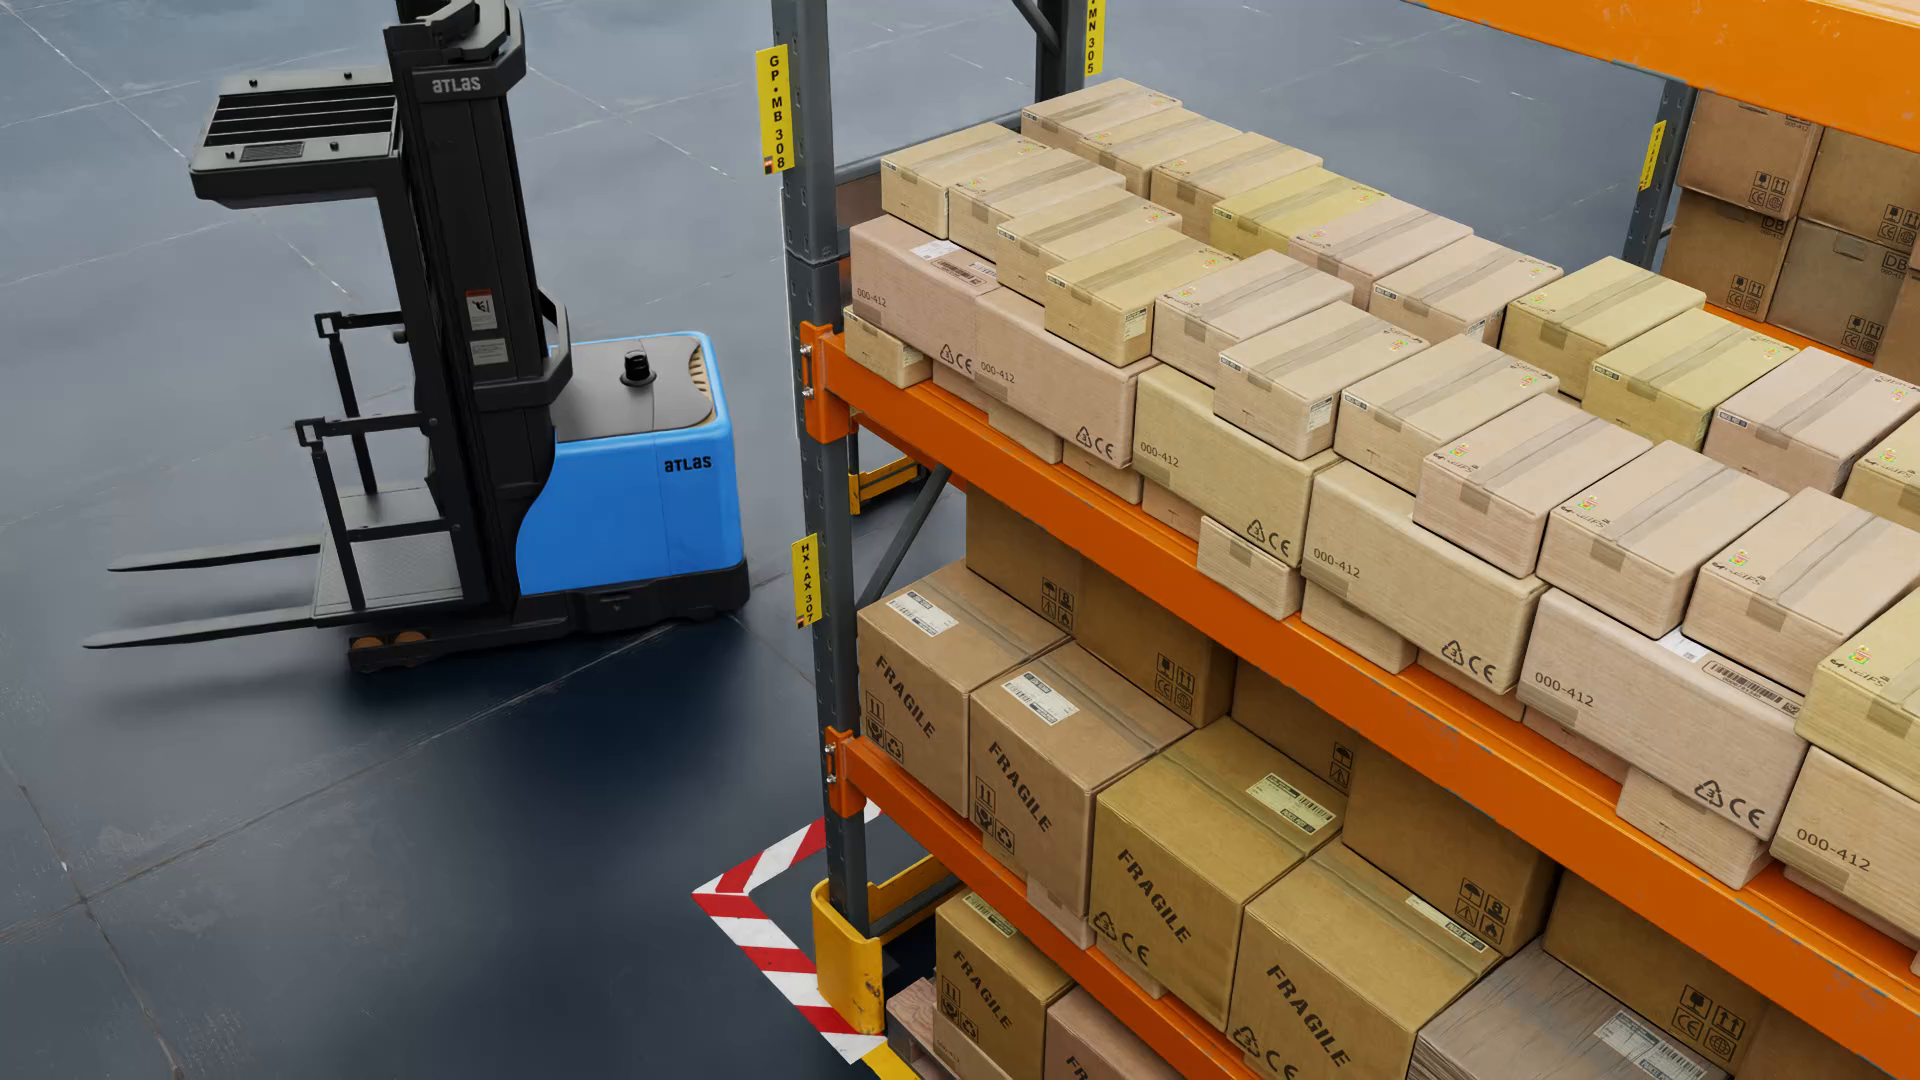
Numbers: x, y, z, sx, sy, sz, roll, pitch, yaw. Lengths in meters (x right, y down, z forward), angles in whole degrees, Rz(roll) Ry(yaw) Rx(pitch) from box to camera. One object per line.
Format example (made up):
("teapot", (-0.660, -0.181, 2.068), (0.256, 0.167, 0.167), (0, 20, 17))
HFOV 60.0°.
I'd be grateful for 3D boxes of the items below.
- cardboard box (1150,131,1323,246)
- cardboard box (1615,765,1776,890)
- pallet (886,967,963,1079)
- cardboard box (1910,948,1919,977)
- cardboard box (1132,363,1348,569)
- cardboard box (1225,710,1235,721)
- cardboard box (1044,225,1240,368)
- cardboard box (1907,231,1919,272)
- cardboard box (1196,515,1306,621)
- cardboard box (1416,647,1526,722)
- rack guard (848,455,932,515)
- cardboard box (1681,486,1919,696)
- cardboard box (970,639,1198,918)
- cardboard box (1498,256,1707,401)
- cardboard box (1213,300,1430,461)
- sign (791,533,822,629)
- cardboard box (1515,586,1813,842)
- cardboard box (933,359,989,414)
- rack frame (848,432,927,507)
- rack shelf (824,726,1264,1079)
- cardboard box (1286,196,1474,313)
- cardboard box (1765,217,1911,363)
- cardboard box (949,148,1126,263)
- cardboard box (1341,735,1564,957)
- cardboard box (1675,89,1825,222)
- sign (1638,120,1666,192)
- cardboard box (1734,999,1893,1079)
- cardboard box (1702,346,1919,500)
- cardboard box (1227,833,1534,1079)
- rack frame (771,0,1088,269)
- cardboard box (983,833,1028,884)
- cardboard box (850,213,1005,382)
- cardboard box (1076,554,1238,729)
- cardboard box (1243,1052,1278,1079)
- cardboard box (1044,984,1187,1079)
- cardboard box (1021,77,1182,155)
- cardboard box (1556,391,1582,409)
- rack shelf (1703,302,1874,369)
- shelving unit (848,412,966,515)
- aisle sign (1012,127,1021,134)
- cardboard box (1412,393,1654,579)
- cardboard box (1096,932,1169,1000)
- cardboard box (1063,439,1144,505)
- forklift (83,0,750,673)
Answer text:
("cardboard box", (0.705, -0.895, 4.252), (0.380, 0.149, 0.250), (-27, 43, -32))
("cardboard box", (1.437, 0.438, 3.060), (0.380, 0.149, 0.250), (-25, 42, -31))
("pallet", (0.491, 1.822, 5.896), (1.003, 0.211, 1.213), (-26, 43, -32))
("cardboard box", (1.811, 0.649, 2.761), (0.380, 0.149, 0.250), (-26, 43, -31))
("cardboard box", (0.736, -0.239, 3.671), (0.500, 0.250, 0.500), (-25, 42, -31))
("cardboard box", (0.825, 0.476, 5.040), (0.500, 0.500, 0.500), (-26, 43, -32))
("cardboard box", (0.413, -0.558, 3.776), (0.380, 0.149, 0.250), (-26, 43, -32))
("cardboard box", (4.554, -1.429, 7.010), (0.875, 0.550, 0.550), (-26, 43, -32))
("cardboard box", (0.748, -0.006, 3.687), (0.380, 0.149, 0.250), (-25, 43, -31))
("cardboard box", (1.165, 0.180, 3.424), (0.380, 0.149, 0.250), (-26, 43, -32))
("rack guard", (-0.371, -0.356, 8.937), (0.587, 0.250, 0.087), (-26, 43, -32))
("cardboard box", (1.471, 0.085, 2.868), (0.380, 0.149, 0.250), (-27, 43, -33))
("cardboard box", (0.376, 0.657, 4.785), (0.500, 0.500, 0.500), (-25, 42, -30))
("cardboard box", (1.404, -0.465, 3.644), (0.380, 0.149, 0.250), (-25, 42, -31))
("cardboard box", (0.752, -0.338, 3.466), (0.380, 0.149, 0.250), (-25, 42, -31))
("sign", (-0.469, 0.128, 5.126), (0.100, 0.325, 0.005), (-26, 43, -32))
("cardboard box", (1.391, 0.213, 3.033), (0.500, 0.250, 0.500), (-27, 43, -32))
("cardboard box", (0.149, -0.493, 4.374), (0.380, 0.149, 0.250), (-28, 44, -33))
("rack frame", (-0.383, -0.874, 8.588), (0.500, 1.500, 0.032), (-26, 43, -32))
("rack shelf", (1.236, 1.455, 4.623), (1.077, 0.370, 4.000), (-26, 43, -32))
("cardboard box", (0.981, -0.653, 3.910), (0.380, 0.149, 0.250), (-26, 43, -32))
("cardboard box", (4.307, -1.292, 7.750), (0.875, 0.550, 0.550), (-26, 43, -32))
("cardboard box", (0.193, -0.830, 4.160), (0.380, 0.149, 0.250), (-26, 43, -32))
("cardboard box", (1.386, 0.538, 4.088), (0.700, 0.500, 0.500), (-26, 43, -32))
("cardboard box", (3.871, -1.936, 7.725), (0.875, 0.550, 0.550), (-26, 43, -32))
("sign", (3.233, -1.793, 7.771), (0.100, 0.325, 0.005), (-26, 43, -32))
("cardboard box", (2.095, 0.966, 3.483), (0.700, 0.500, 0.500), (-26, 43, -32))
("cardboard box", (1.690, -0.218, 3.295), (0.380, 0.149, 0.250), (-27, 43, -32))
("cardboard box", (1.040, 1.103, 4.155), (0.500, 0.500, 0.500), (-27, 43, -33))
("rack frame", (-0.055, -2.170, 3.928), (1.000, 3.000, 0.127), (-26, 43, -32))
("cardboard box", (0.289, 0.862, 5.056), (0.380, 0.149, 0.250), (-28, 44, -33))
("cardboard box", (0.066, -0.684, 4.299), (0.500, 0.250, 0.500), (-27, 43, -33))
("cardboard box", (0.762, 0.079, 4.736), (0.700, 0.500, 0.500), (-26, 43, -31))
("cardboard box", (0.974, 1.315, 4.417), (0.380, 0.149, 0.250), (-27, 44, -33))
("cardboard box", (0.611, 1.622, 5.132), (0.500, 0.500, 0.500), (-28, 44, -33))
("cardboard box", (0.389, -1.129, 4.582), (0.380, 0.149, 0.250), (-26, 43, -31))
("cardboard box", (1.471, -0.208, 3.627), (0.500, 0.250, 0.500), (-26, 43, -31))
("rack shelf", (4.952, -0.436, 7.293), (1.077, 0.370, 4.000), (-26, 43, -32))
("shelving unit", (-0.049, -0.646, 8.265), (0.587, 1.500, 1.083), (-26, 43, -32))
("aisle sign", (0.127, -0.918, 5.102), (0.394, 0.787, 0.004), (-26, 43, -32))
("cardboard box", (1.082, -0.110, 3.143), (0.380, 0.149, 0.250), (-25, 43, -31))
("cardboard box", (0.610, 1.093, 4.730), (0.380, 0.149, 0.250), (-25, 42, -31))
("cardboard box", (0.472, -0.263, 4.049), (0.380, 0.149, 0.250), (-26, 43, -32))
("forklift", (-2.600, -0.912, 7.403), (3.031, 2.935, 1.130), (-8, 36, -11))
